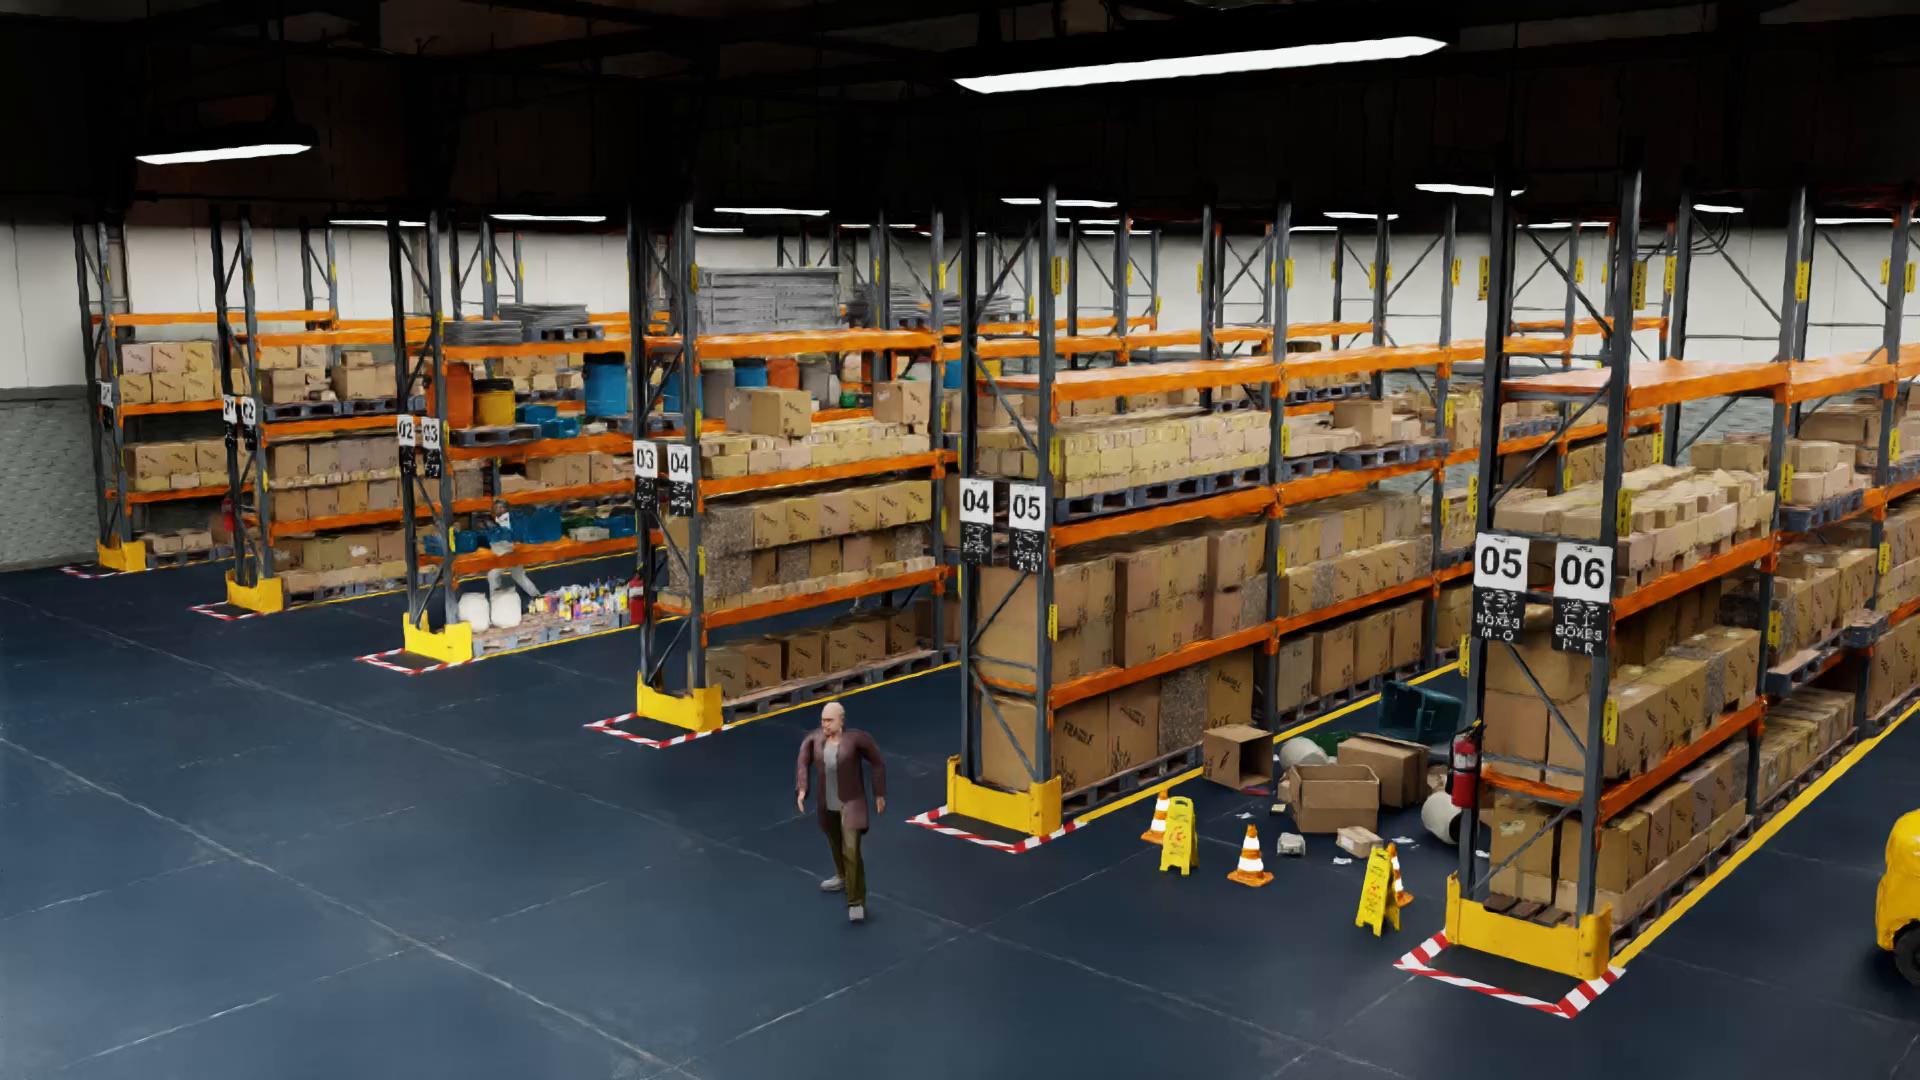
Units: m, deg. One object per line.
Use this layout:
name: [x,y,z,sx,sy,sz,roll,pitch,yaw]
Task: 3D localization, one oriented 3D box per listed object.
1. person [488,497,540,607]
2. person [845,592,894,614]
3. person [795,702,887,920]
person: [-6.728,0.196,24.852,0.950,1.722,0.568,-6,11,-32]
person: [-1.323,0.179,23.427,0.577,1.684,1.128,9,13,42]
person: [-0.939,2.107,13.415,0.735,1.715,0.896,4,10,25]
